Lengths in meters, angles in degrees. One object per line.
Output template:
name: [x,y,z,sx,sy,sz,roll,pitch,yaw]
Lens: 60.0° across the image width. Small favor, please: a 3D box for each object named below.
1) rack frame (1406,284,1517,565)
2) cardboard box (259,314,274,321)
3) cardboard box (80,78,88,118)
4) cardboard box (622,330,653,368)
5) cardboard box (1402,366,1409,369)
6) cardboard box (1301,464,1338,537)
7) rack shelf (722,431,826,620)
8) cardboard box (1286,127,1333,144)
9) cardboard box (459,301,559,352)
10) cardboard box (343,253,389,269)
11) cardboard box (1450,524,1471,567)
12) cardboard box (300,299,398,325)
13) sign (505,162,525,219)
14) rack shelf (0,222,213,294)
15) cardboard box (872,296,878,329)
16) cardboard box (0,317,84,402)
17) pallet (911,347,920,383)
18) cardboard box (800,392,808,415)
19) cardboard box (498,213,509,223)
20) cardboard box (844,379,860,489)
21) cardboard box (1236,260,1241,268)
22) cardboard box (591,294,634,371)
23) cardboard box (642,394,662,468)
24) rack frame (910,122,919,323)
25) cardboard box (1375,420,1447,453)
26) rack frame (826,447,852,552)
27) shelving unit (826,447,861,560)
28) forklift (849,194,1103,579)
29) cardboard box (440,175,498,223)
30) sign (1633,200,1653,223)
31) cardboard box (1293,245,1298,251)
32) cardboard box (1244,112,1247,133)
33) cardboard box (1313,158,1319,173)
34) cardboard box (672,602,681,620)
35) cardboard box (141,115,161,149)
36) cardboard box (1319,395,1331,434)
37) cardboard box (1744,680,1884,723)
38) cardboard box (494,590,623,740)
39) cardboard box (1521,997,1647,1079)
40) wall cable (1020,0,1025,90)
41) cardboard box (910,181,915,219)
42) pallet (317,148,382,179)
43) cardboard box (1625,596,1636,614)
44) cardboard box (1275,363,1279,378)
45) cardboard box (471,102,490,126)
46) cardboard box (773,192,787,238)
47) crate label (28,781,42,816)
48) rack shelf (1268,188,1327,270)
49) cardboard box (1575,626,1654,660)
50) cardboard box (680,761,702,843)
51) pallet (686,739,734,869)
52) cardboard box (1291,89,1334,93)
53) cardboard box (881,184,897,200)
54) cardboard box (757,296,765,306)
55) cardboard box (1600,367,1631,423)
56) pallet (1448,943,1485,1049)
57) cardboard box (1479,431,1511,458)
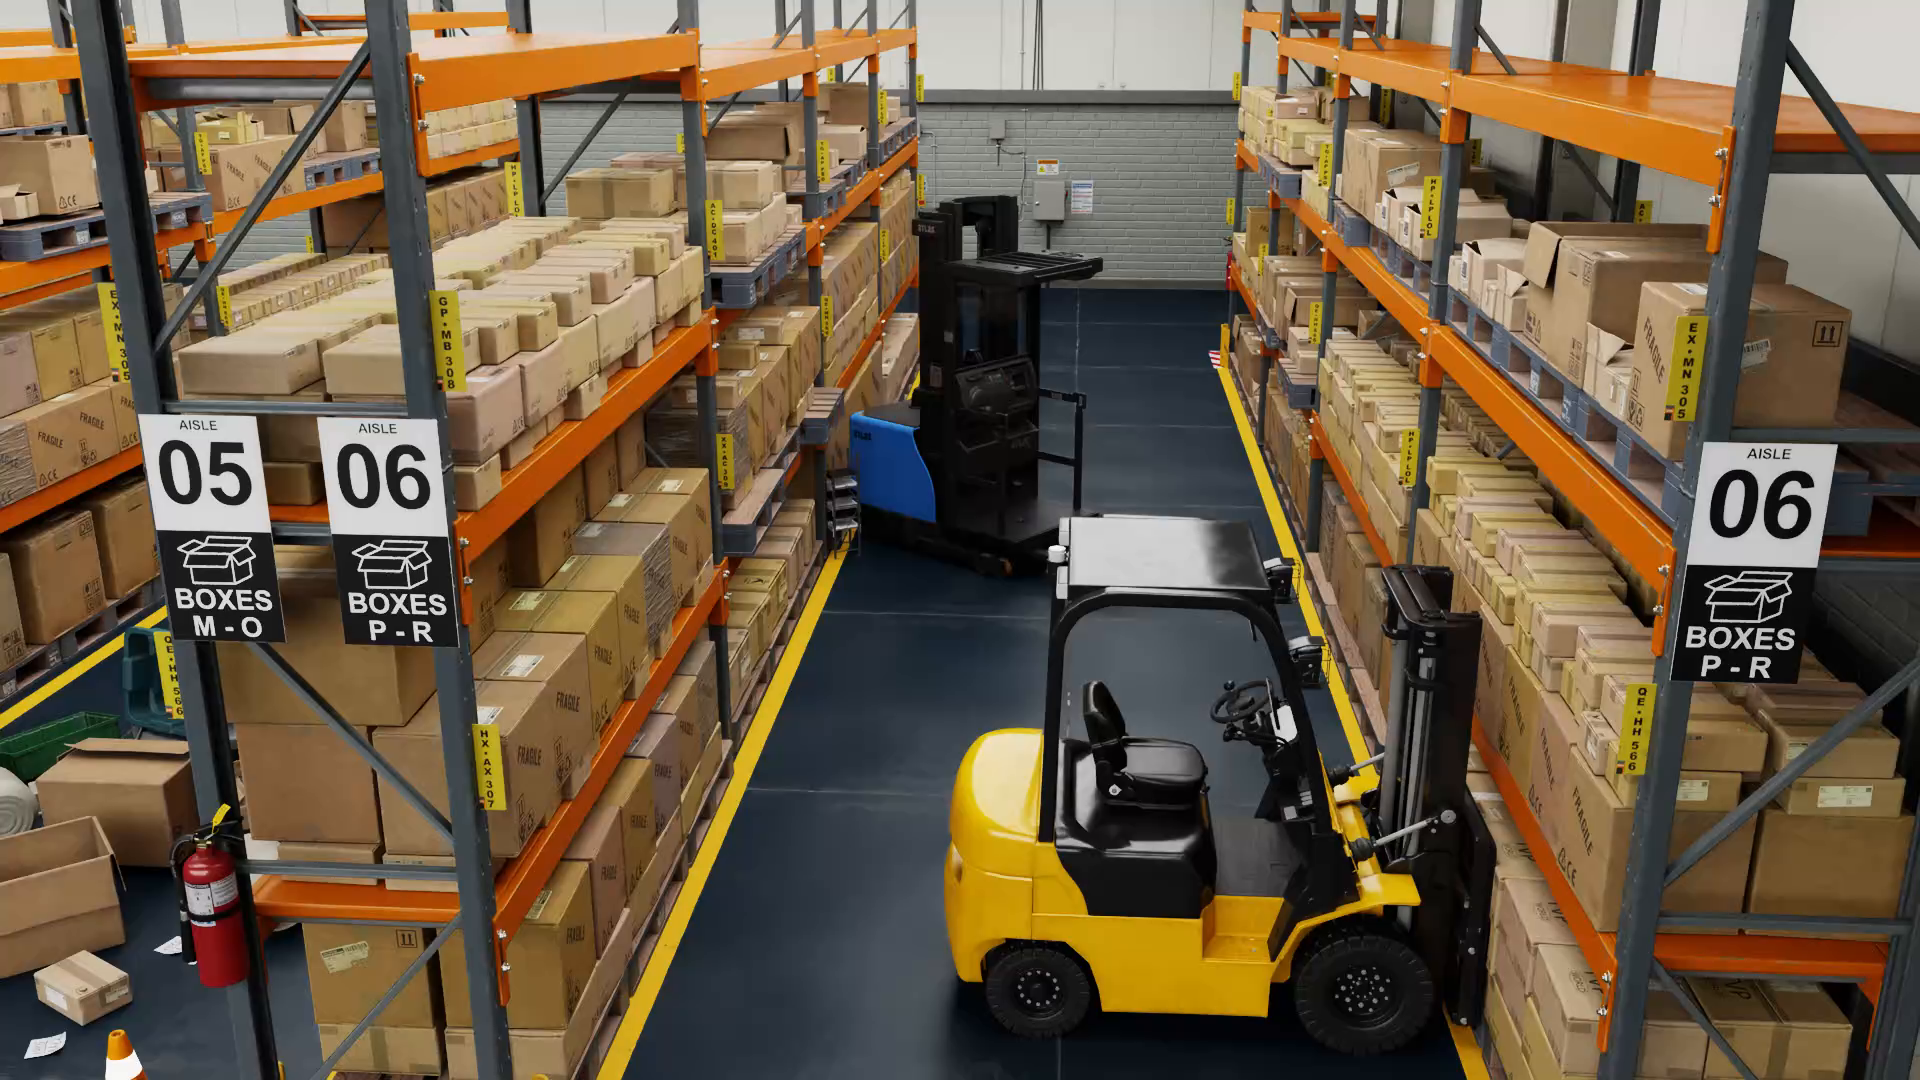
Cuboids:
rack frame: [3.053,0.059,9.424,1.000,3.000,0.127,1,18,4]
cardboard box: [-6.288,-1.906,14.674,0.380,0.149,0.250,1,18,2]
cardboard box: [-11.067,-5.384,20.223,0.700,0.500,0.500,1,18,2]
cardboard box: [-1.705,-0.932,8.037,0.380,0.149,0.250,2,18,5]
cardboard box: [3.585,-1.203,12.717,0.500,0.250,0.500,2,18,5]
cardboard box: [3.156,-0.331,13.955,0.500,0.500,0.500,2,18,6]
rack shelf: [-1.755,-0.330,11.767,1.077,0.370,4.000,1,18,4]
cardboard box: [3.144,-3.635,14.973,0.380,0.149,0.250,1,18,4]
cardboard box: [-1.782,-0.830,6.444,0.380,0.149,0.250,1,18,4]
cardboard box: [-6.103,-2.848,17.070,0.380,0.149,0.250,2,18,6]
cardboard box: [2.668,0.034,8.300,0.380,0.149,0.250,2,18,5]
cardboard box: [-2.329,-0.841,6.478,0.380,0.149,0.250,1,18,4]
sign: [-2.452,-1.920,9.184,0.100,0.325,0.005,1,18,4]
rack shelf: [-6.699,-1.834,11.541,1.077,0.370,4.000,1,18,4]
cardboard box: [-1.106,-2.319,16.923,0.500,0.250,0.500,1,18,3]
cardboard box: [-6.704,-1.280,11.745,0.700,0.500,0.500,1,18,3]
pallet: [-1.017,-2.202,20.804,1.003,0.211,1.213,1,18,4]
cardboard box: [-1.347,-1.024,12.458,0.380,0.149,0.250,0,18,1]
cardboard box: [-5.800,-3.740,20.381,0.500,0.500,0.500,1,18,3]
cardboard box: [-1.411,-0.972,15.310,0.875,0.875,0.875,2,18,5]
cardboard box: [3.616,-3.452,20.545,0.380,0.149,0.250,1,18,3]
cardboard box: [-1.769,-0.929,7.388,0.500,0.250,0.500,2,18,5]
cardboard box: [-2.094,-0.587,10.085,0.500,0.500,0.500,1,18,3]
rack frame: [-1.038,-3.777,21.133,1.000,3.000,0.127,1,18,4]
cardboard box: [2.813,-0.647,10.379,0.380,0.149,0.250,1,18,2]
rack frame: [-1.034,-0.338,14.008,0.240,0.900,0.006,-9,20,-25]
shelving unit: [-0.989,-0.309,13.921,0.258,0.900,0.210,-9,20,-25]
forklift: [0.464,-1.263,13.569,3.031,2.935,1.130,16,24,40]
cardboard box: [-5.832,-4.054,19.733,0.500,0.500,0.500,2,18,7]
sign: [3.607,-1.637,8.828,0.100,0.325,0.005,1,18,4]
cardboard box: [4.066,-3.275,19.364,0.500,0.250,0.500,2,18,6]
cardboard box: [3.593,-4.873,19.423,0.500,0.250,0.500,2,18,5]
cardboard box: [3.243,-3.241,14.280,0.380,0.149,0.250,2,18,6]
cardboard box: [-1.725,0.333,8.994,0.380,0.149,0.250,1,18,4]
cardboard box: [-6.786,-3.340,13.591,0.396,0.266,0.258,1,18,4]
cardboard box: [3.064,-0.979,12.835,0.500,0.250,0.500,1,18,4]
cardboard box: [3.085,0.624,6.022,0.380,0.149,0.250,2,18,6]
cardboard box: [-1.805,0.543,7.310,0.500,0.500,0.500,1,18,3]
cardboard box: [2.489,2.013,6.401,0.500,0.250,0.500,1,18,3]
wall cable: [-0.161,-8.383,25.556,2.355,3.000,0.029,1,18,4]
cardboard box: [-0.835,-4.145,20.489,0.500,0.500,0.500,2,18,6]
pallet: [-6.420,-3.761,16.567,1.213,0.211,1.003,1,18,4]
cardboard box: [3.176,0.288,7.525,0.380,0.149,0.250,1,18,2]
cardboard box: [3.364,-1.699,16.612,0.380,0.149,0.250,0,18,1]
cardboard box: [-5.837,-4.981,19.429,0.500,0.250,0.500,2,18,5]
cardboard box: [-1.407,-2.091,10.736,0.500,0.250,0.500,1,18,3]
crate label: [-5.293,1.474,9.703,0.298,0.136,0.250,-13,22,-34]
rack shelf: [3.483,-2.888,14.756,1.077,0.370,4.000,1,18,4]
cardboard box: [2.652,0.454,6.541,0.380,0.149,0.250,1,18,4]
cardboard box: [-1.701,1.412,9.038,0.500,0.250,0.500,1,18,2]
pallet: [-1.911,1.484,9.554,1.003,0.211,1.213,1,18,4]
cardboard box: [4.122,-5.095,19.297,0.500,0.250,0.500,1,18,2]
cardboard box: [-0.915,-3.931,18.793,0.380,0.149,0.250,1,18,4]
cardboard box: [-1.835,-1.982,13.887,0.500,0.500,0.500,1,18,2]
cardboard box: [2.523,-0.515,5.930,0.380,0.149,0.250,1,18,2]
pallet: [2.869,2.010,7.948,1.003,0.211,1.213,1,18,4]
cardboard box: [3.382,-0.560,10.114,0.380,0.149,0.250,1,18,4]
